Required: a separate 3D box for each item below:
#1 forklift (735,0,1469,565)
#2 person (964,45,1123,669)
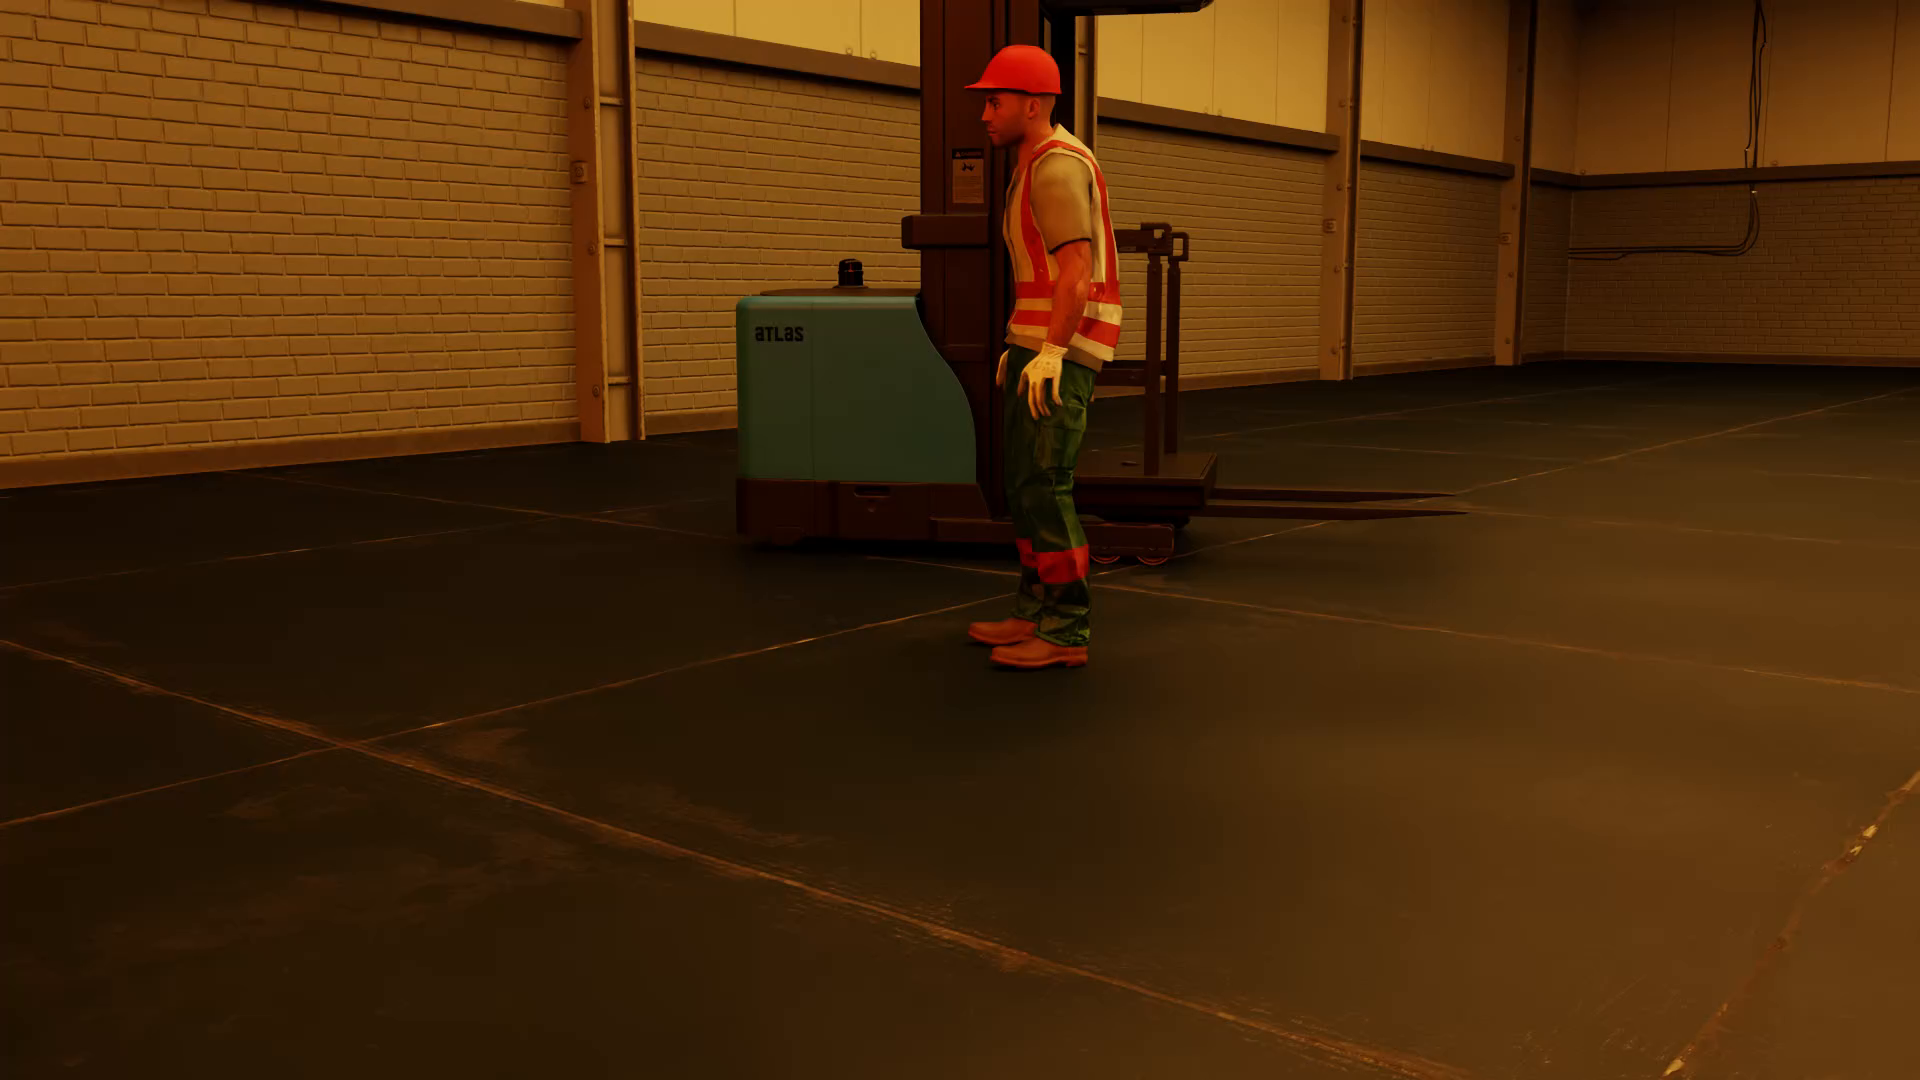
[{"bbox_3d":[0.611,-1.432,7.068,3.031,2.935,1.130,2,8,12],"label":"forklift"},{"bbox_3d":[0.230,-0.527,4.871,0.451,1.779,0.607,-1,8,-7],"label":"person"}]
